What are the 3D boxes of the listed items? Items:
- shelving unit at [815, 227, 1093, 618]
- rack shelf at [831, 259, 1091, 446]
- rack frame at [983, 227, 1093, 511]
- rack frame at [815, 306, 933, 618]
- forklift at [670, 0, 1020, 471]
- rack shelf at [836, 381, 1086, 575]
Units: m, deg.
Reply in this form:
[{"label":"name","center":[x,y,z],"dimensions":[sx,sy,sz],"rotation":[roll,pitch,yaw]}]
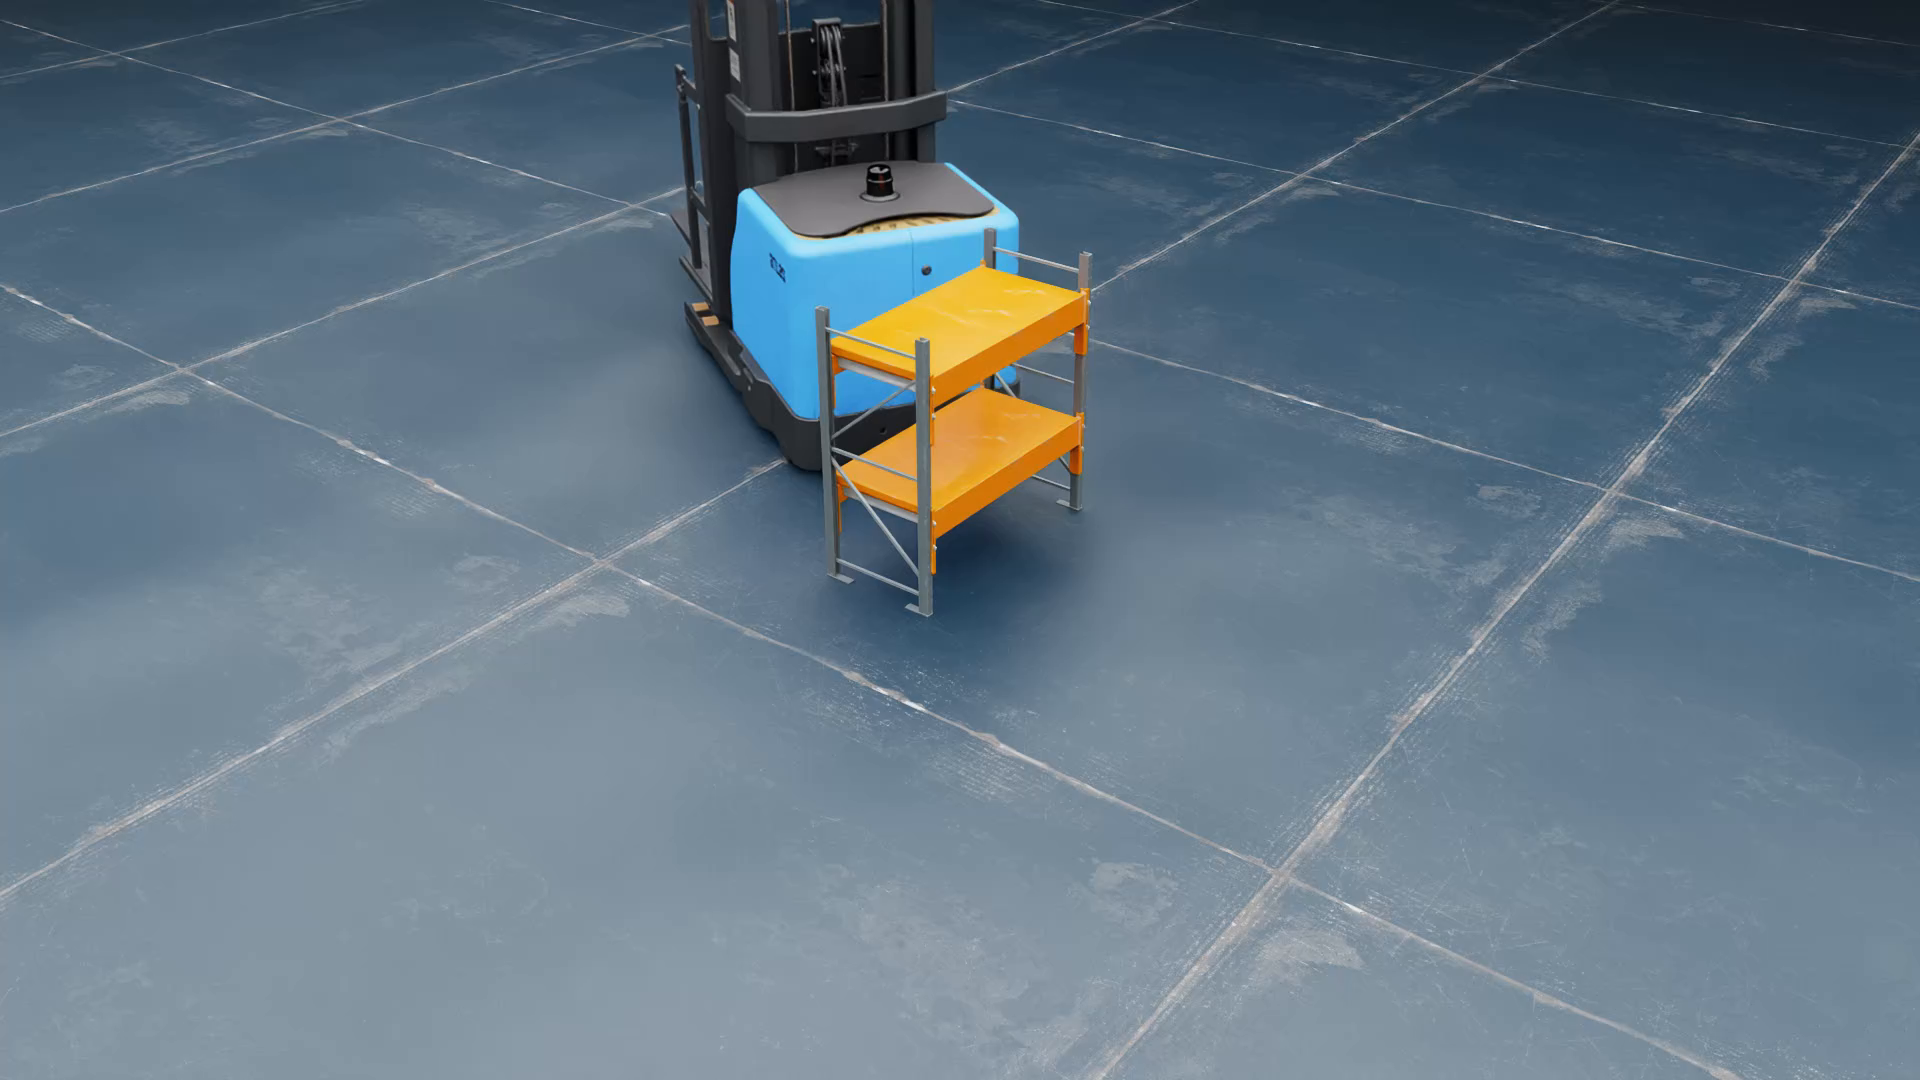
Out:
[{"label":"shelving unit","center":[-0.004,-0.481,6.459],"dimensions":[0.538,1.125,1.048],"rotation":[21,37,31]},{"label":"rack shelf","center":[-0.004,-0.733,6.309],"dimensions":[0.538,0.278,1.000],"rotation":[21,37,31]},{"label":"rack frame","center":[0.303,-0.688,6.807],"dimensions":[0.500,1.125,0.032],"rotation":[21,37,31]},{"label":"rack frame","center":[-0.311,-0.275,6.110],"dimensions":[0.500,1.125,0.032],"rotation":[21,37,31]},{"label":"forklift","center":[-0.761,-2.294,7.745],"dimensions":[1.130,2.935,3.031],"rotation":[-12,33,-19]},{"label":"rack shelf","center":[-0.004,-0.271,6.583],"dimensions":[0.538,0.278,1.000],"rotation":[21,37,31]}]
